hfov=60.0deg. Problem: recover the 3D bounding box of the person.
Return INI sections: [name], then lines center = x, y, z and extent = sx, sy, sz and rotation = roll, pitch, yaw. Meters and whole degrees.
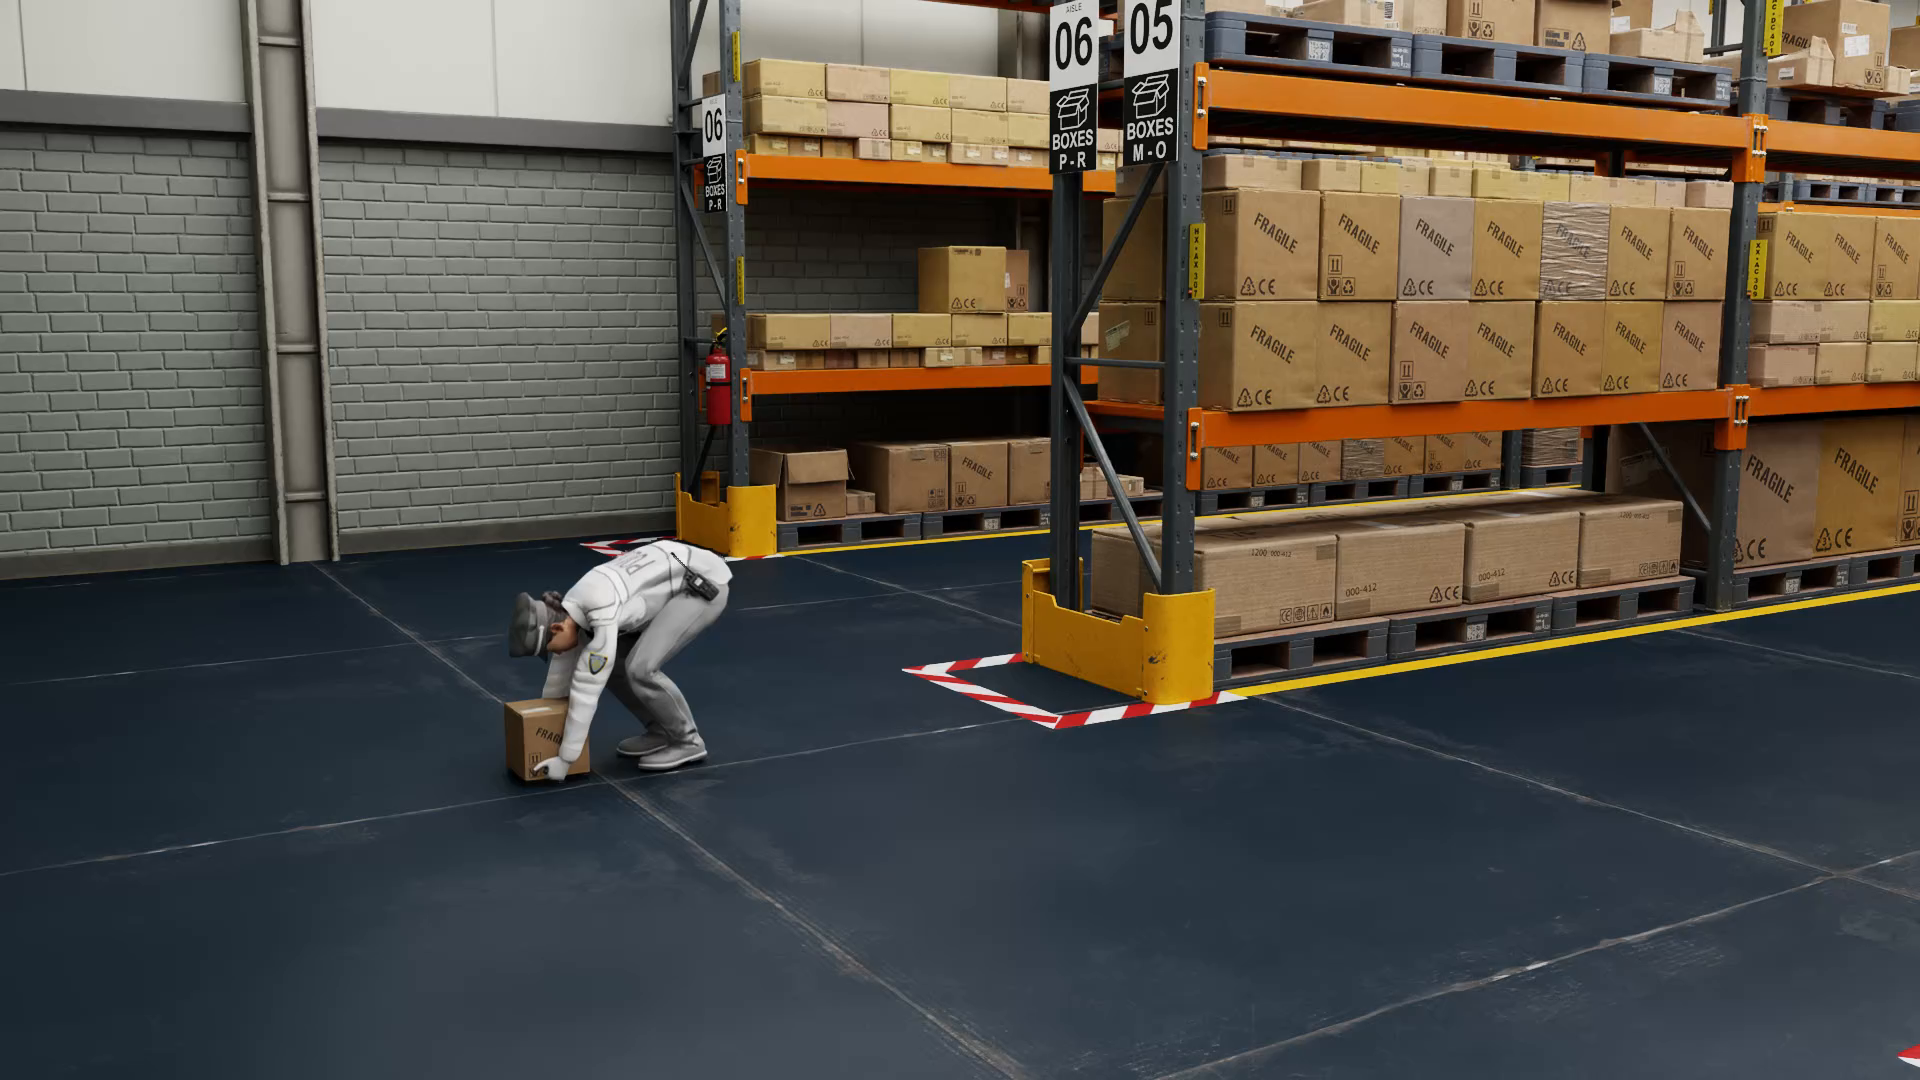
[person]
center = -1.313, 0.457, 6.473
extent = 0.883, 0.862, 0.466
rotation = -6, 10, -33
